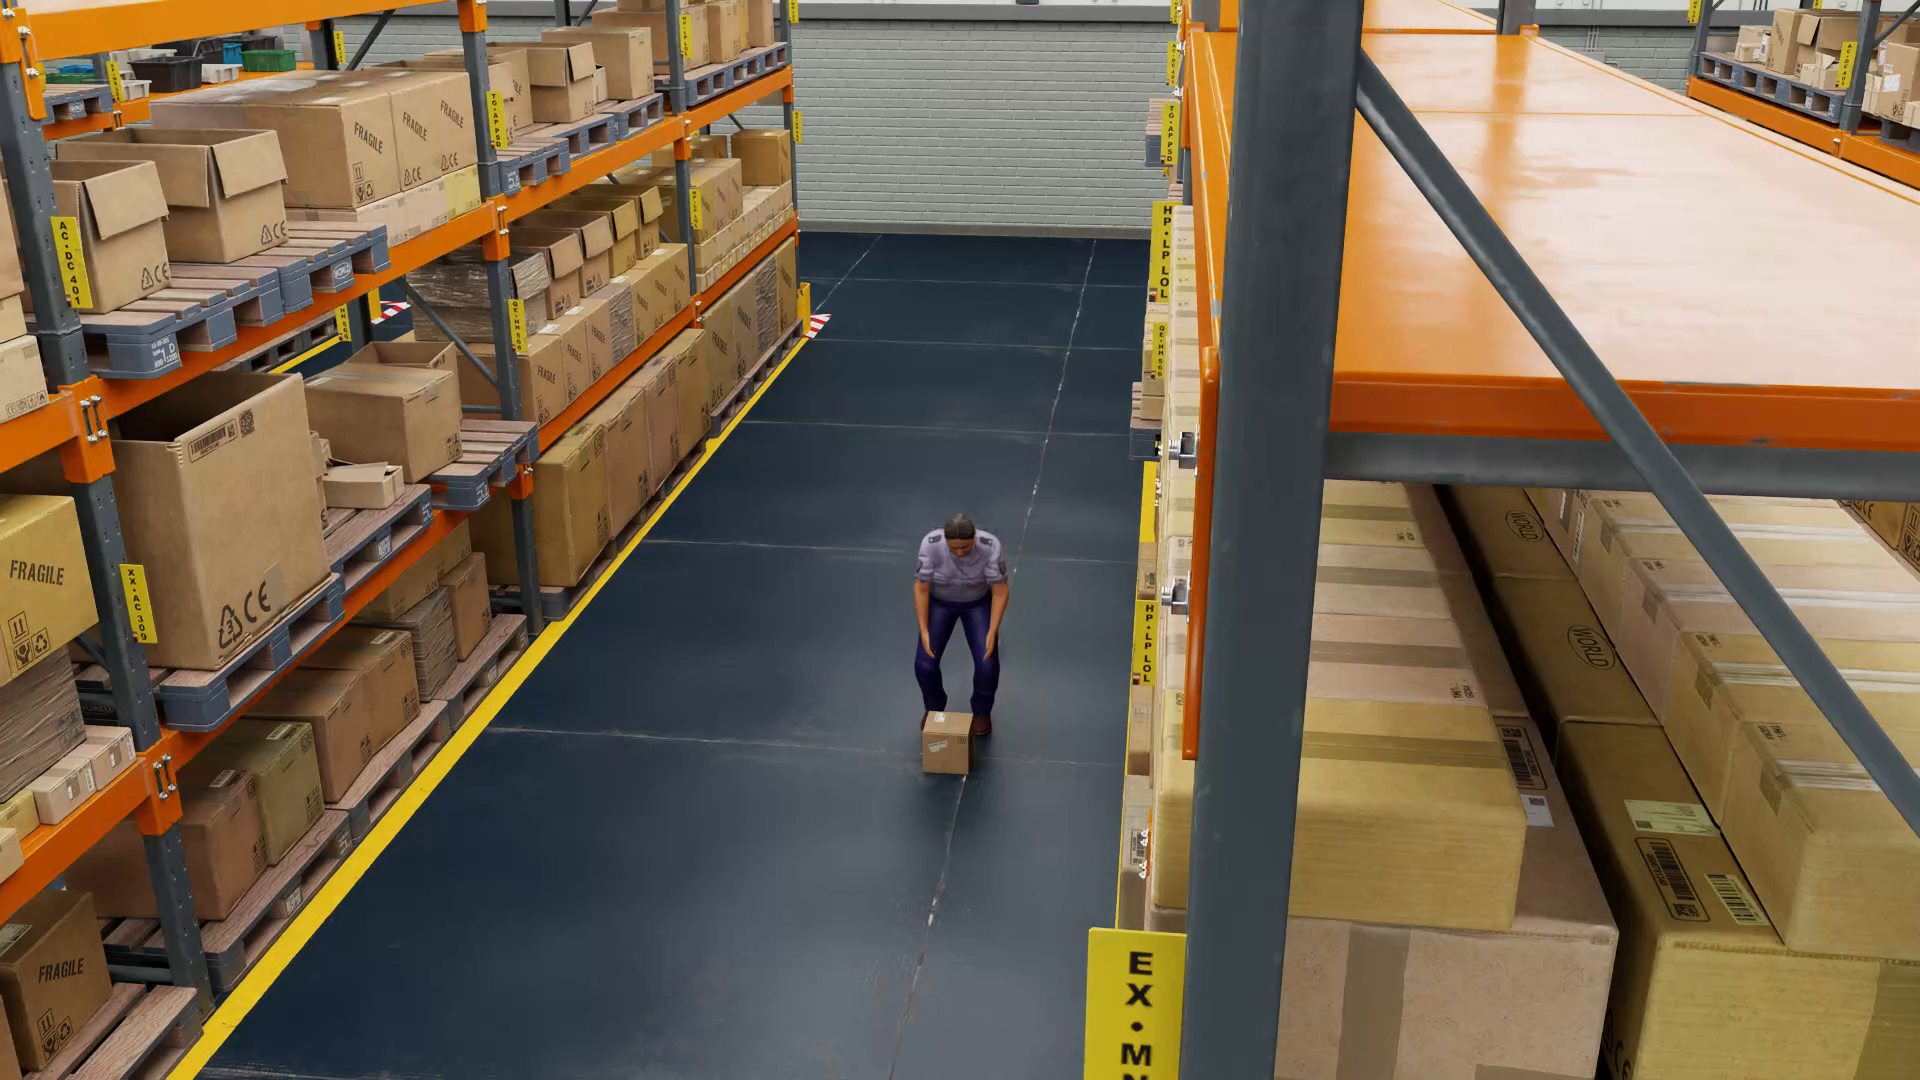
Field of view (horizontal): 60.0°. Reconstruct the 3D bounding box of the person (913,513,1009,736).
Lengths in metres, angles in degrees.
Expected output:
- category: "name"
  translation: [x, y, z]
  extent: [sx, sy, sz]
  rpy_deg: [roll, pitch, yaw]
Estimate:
- category: "person"
  translation: [0.017, 0.433, 9.358]
  extent: [0.533, 1.395, 0.636]
  rpy_deg: [2, 21, 6]
